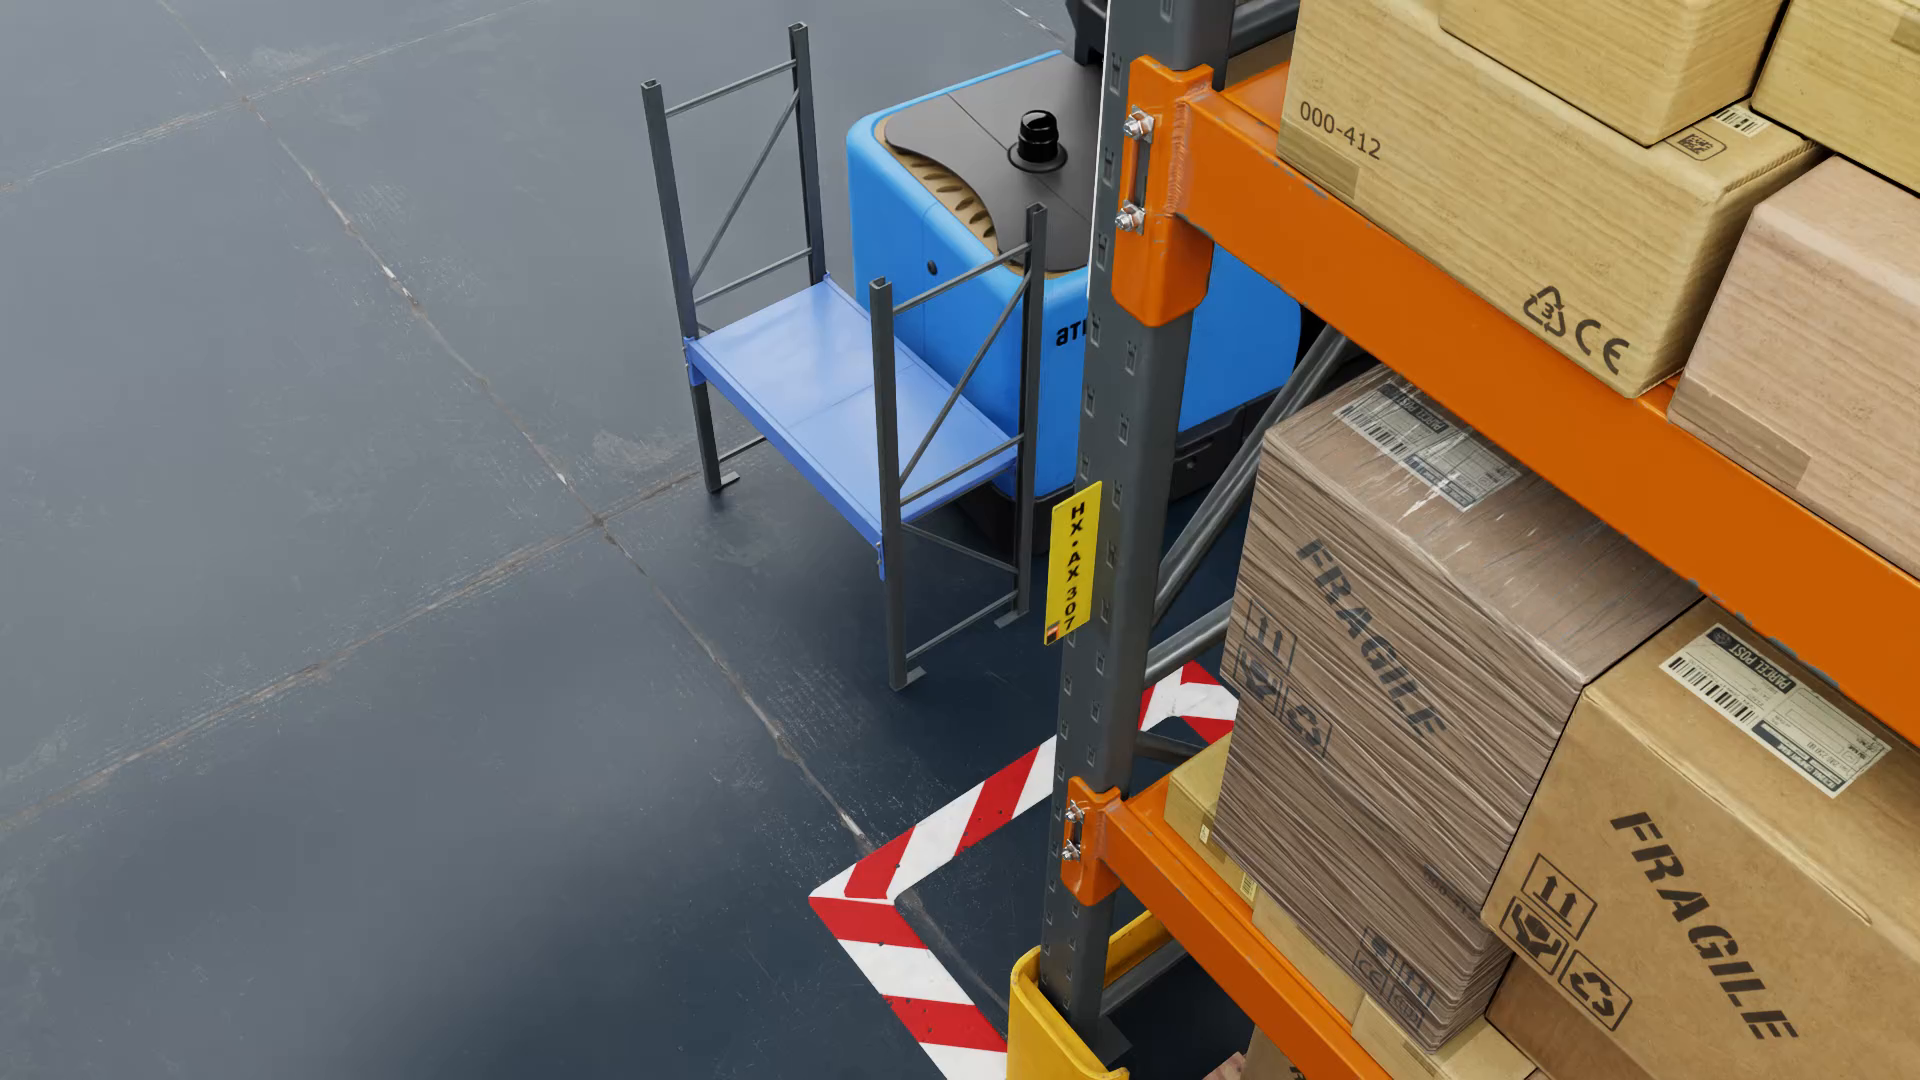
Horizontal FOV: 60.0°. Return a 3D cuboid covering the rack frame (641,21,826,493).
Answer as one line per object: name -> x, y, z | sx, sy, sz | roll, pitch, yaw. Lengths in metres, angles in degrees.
rack frame -> -0.618, -0.778, 4.943 | 0.500, 1.500, 0.032 | -30, 54, -24

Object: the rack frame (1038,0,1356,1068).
rack frame -> 0.610, 0.087, 3.146 | 1.000, 3.000, 0.127 | -29, 54, -24

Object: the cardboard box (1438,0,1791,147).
cardboard box -> 0.673, -0.541, 1.524 | 0.380, 0.149, 0.250 | -28, 54, -23

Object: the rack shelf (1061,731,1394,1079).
rack shelf -> 1.821, 1.508, 2.344 | 1.077, 0.370, 4.000 | -29, 54, -24

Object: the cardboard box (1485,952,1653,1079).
cardboard box -> 1.319, 0.531, 2.475 | 0.875, 0.500, 0.500 | -29, 54, -24

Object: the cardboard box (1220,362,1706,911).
cardboard box -> 0.726, 0.065, 2.224 | 0.500, 0.500, 0.500 | -29, 54, -24

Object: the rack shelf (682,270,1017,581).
rack shelf -> -0.308, -0.359, 4.806 | 0.538, 0.185, 1.000 | -30, 54, -24

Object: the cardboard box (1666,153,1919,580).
cardboard box -> 1.013, -0.168, 1.455 | 0.500, 0.250, 0.500 | -31, 55, -25

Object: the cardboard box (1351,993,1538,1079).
cardboard box -> 0.868, 0.757, 2.709 | 0.380, 0.149, 0.250 | -29, 54, -24

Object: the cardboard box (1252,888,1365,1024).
cardboard box -> 0.729, 0.603, 2.848 | 0.380, 0.149, 0.250 | -29, 54, -24

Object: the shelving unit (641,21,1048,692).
shelving unit -> -0.308, -0.479, 4.672 | 0.538, 1.500, 1.048 | -30, 54, -24

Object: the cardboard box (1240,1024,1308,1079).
cardboard box -> 0.975, 1.162, 3.576 | 0.500, 0.500, 0.500 | -20, 51, -17

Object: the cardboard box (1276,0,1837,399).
cardboard box -> 0.696, -0.470, 1.728 | 0.500, 0.250, 0.500 | -28, 54, -23

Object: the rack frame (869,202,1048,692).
rack frame -> 0.001, -0.181, 4.402 | 0.500, 1.500, 0.032 | -30, 54, -24

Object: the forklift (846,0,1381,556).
forklift -> 1.166, -1.780, 4.885 | 3.031, 2.935, 1.130 | -25, 52, -21

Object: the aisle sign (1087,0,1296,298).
aisle sign -> 0.334, -0.688, 2.094 | 0.394, 0.787, 0.004 | -29, 54, -24

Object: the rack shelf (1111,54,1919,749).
rack shelf -> 1.821, 0.501, 1.232 | 1.077, 0.370, 4.000 | -29, 54, -24

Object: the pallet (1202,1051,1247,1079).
pallet -> 1.120, 1.564, 3.690 | 1.003, 0.211, 1.213 | -29, 54, -24

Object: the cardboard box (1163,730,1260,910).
cardboard box -> 0.593, 0.447, 2.990 | 0.380, 0.149, 0.250 | -29, 54, -24

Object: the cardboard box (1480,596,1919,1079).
cardboard box -> 1.023, 0.363, 1.954 | 0.500, 0.500, 0.500 | -29, 54, -24

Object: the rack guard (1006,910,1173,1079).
rack guard -> 0.656, 0.972, 4.032 | 1.175, 0.500, 0.348 | -29, 54, -24

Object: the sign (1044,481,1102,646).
sign -> 0.178, 0.040, 2.605 | 0.100, 0.325, 0.005 | -29, 54, -24

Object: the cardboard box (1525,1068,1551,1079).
cardboard box -> 1.036, 0.895, 2.584 | 0.380, 0.149, 0.250 | -29, 54, -24

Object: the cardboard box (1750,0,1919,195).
cardboard box -> 0.924, -0.448, 1.439 | 0.380, 0.149, 0.250 | -30, 55, -25

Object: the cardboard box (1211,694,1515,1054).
cardboard box -> 0.921, 0.290, 2.694 | 0.875, 0.500, 0.500 | -29, 54, -24
